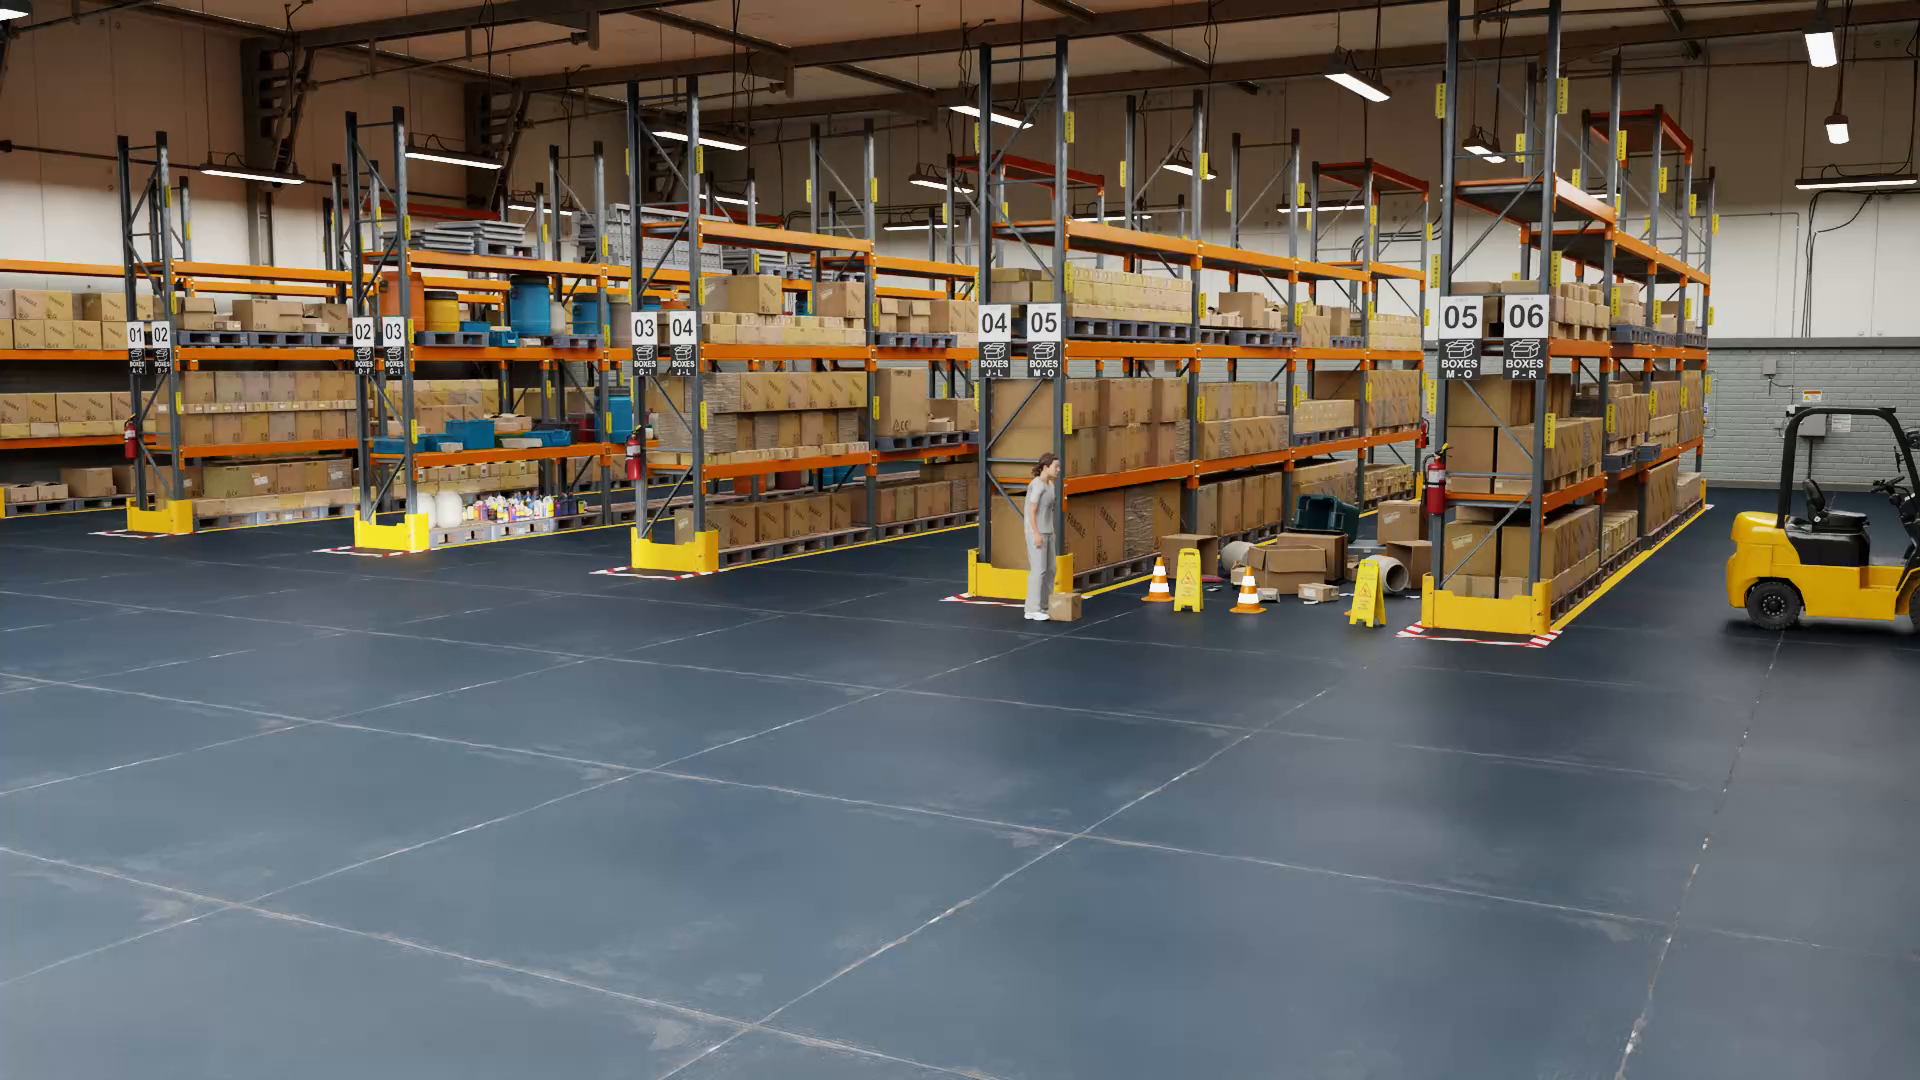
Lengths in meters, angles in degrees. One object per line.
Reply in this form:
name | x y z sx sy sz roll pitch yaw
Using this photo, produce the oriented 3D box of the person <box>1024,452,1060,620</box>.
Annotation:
person | 0.836 -0.048 16.792 0.356 1.672 0.514 3 7 25
